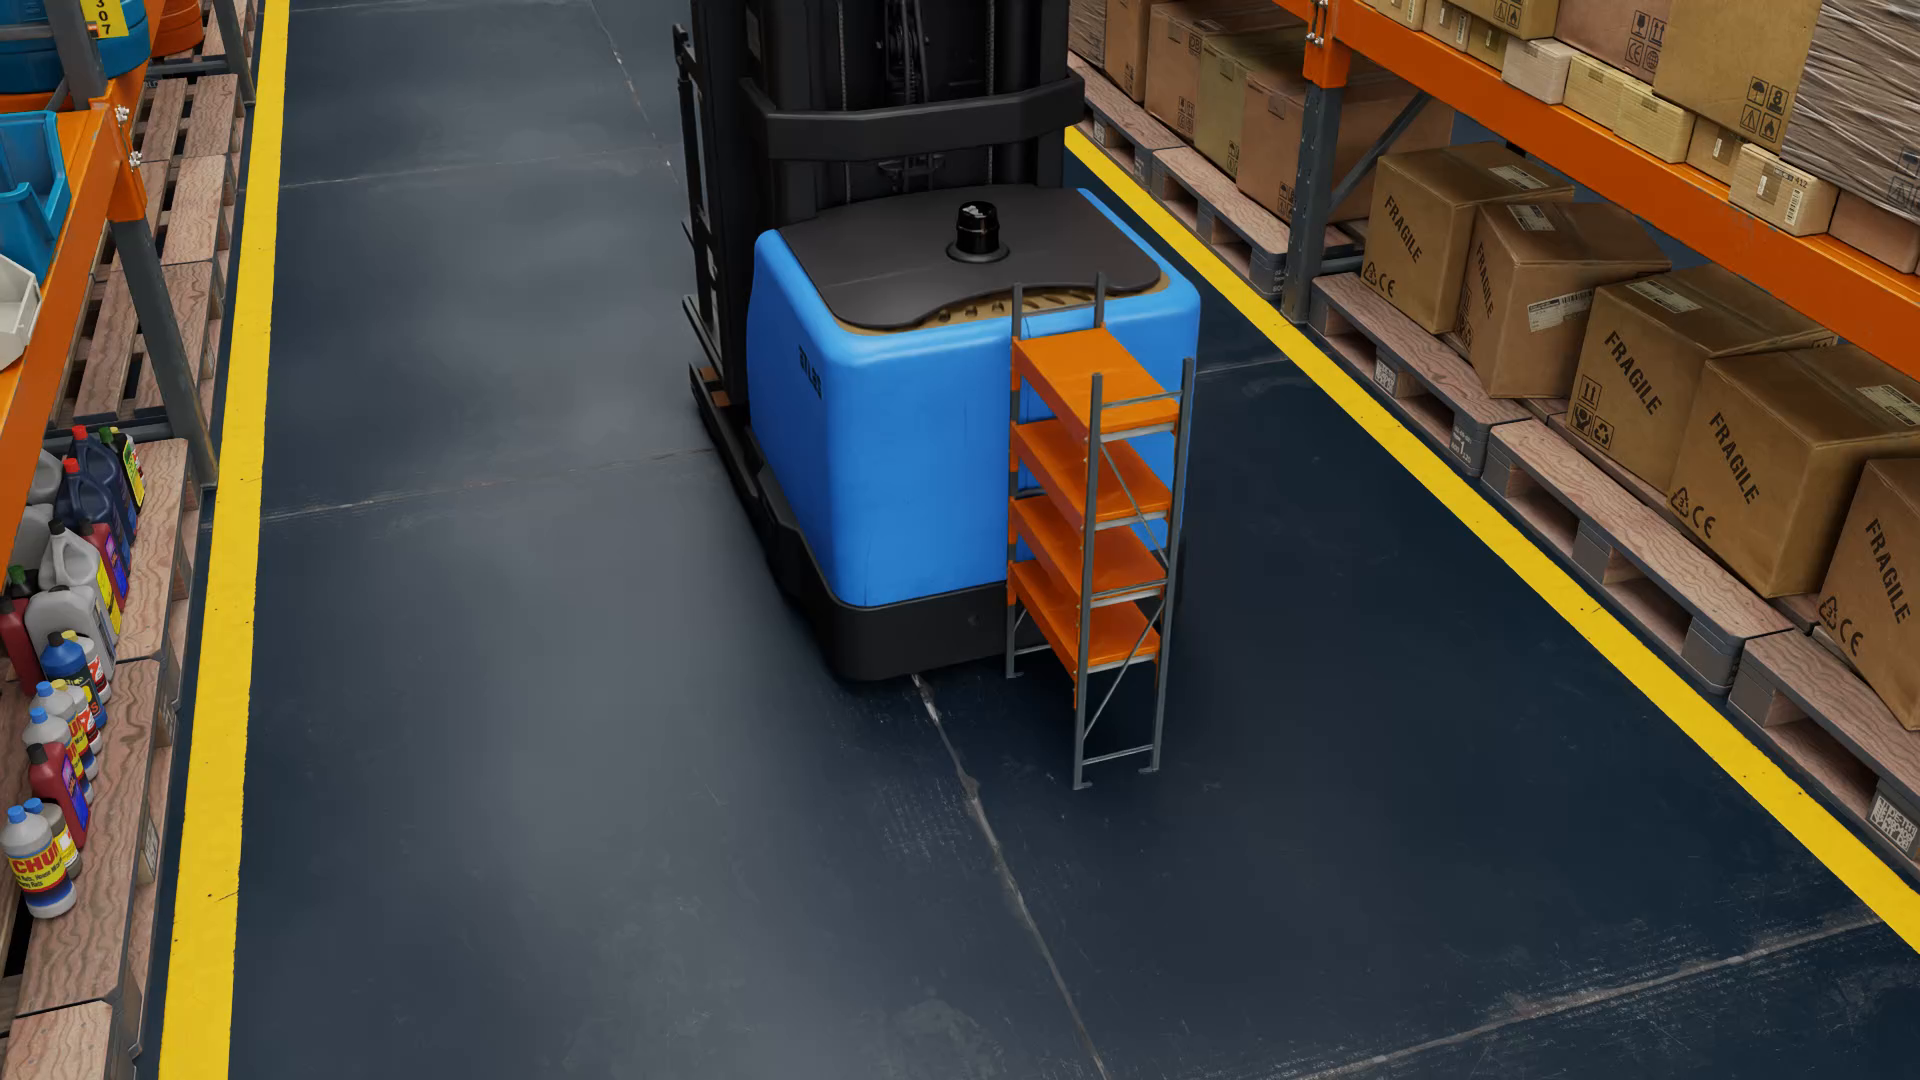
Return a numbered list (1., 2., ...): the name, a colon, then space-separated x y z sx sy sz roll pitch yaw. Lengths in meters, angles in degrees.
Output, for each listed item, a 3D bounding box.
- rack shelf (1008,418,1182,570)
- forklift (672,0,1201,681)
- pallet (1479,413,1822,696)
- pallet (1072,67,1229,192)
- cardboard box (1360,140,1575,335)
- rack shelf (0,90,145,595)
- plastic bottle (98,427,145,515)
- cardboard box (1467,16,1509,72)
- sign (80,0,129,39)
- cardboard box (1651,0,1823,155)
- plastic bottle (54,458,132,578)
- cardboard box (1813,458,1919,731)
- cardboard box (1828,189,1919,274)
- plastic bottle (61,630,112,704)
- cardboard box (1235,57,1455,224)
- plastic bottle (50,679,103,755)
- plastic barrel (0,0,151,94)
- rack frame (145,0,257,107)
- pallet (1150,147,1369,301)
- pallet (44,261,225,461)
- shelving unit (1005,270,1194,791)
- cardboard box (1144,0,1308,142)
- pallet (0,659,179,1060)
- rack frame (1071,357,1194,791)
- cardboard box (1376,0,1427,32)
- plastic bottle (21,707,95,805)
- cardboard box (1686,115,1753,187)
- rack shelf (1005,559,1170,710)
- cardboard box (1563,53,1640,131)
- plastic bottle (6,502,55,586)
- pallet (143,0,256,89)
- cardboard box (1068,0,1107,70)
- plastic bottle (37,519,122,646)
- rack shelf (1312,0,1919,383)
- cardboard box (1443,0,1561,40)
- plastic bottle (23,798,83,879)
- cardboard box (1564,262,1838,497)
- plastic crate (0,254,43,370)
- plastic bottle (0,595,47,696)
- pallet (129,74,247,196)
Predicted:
1. rack shelf: 0.322 -0.138 4.087 0.258 0.148 0.480 -11 35 -16
2. forklift: -0.322 -1.645 5.081 1.130 2.935 3.031 -11 35 -16
3. pallet: 2.379 -0.050 5.134 1.003 0.211 1.213 -10 35 -15
4. pallet: 1.150 -2.089 8.219 1.003 0.211 1.213 -10 35 -15
5. cardboard box: 1.848 -1.117 6.107 0.500 0.500 0.500 -11 35 -16
6. rack shelf: -2.342 -0.019 3.210 1.077 0.370 4.000 -10 35 -15
7. plastic bottle: -2.492 -0.222 4.930 0.061 0.283 0.133 -8 34 -12
8. cardboard box: 1.795 -1.544 5.093 0.380 0.149 0.250 -10 35 -15
9. sign: -2.425 -1.571 4.656 0.100 0.325 0.005 -10 35 -15
10. cardboard box: 2.323 -1.337 4.193 0.875 0.500 0.500 -10 35 -15
11. plastic bottle: -2.423 -0.057 4.619 0.144 0.351 0.185 -12 35 -17
12. cardboard box: 2.595 0.127 4.223 0.500 0.500 0.500 -1 33 -2
13. cardboard box: 2.304 -0.765 3.915 0.380 0.149 0.250 -10 35 -15
14. plastic bottle: -2.217 0.318 4.186 0.097 0.201 0.097 0 33 0
15. cardboard box: 1.598 -1.668 6.922 0.700 0.500 0.500 -13 36 -18
16. plastic bottle: -2.154 0.426 4.023 0.097 0.201 0.097 0 33 0
17. plastic barrel: -2.782 -1.832 4.847 0.600 0.901 0.708 -10 35 -15
18. rack frame: -4.173 -3.469 7.779 1.000 3.000 0.127 -10 35 -15
19. pallet: 1.526 -1.447 7.248 1.003 0.211 1.213 -10 35 -15
20. pallet: -3.229 -0.611 5.984 1.003 0.211 1.213 -10 35 -15
21. shelving unit: 0.322 -0.008 4.173 0.258 1.200 0.503 -11 35 -16
22. cardboard box: 1.299 -2.216 7.751 0.700 0.500 0.500 -13 36 -19
23. pallet: -2.411 0.796 3.854 1.003 0.211 1.213 -10 35 -15
24. rack frame: 0.403 0.119 3.981 0.240 1.200 0.015 -11 35 -16
25. cardboard box: 1.607 -1.800 5.481 0.380 0.149 0.250 -10 35 -15
26. plastic bottle: -2.093 0.502 3.846 0.097 0.271 0.097 0 33 0
27. cardboard box: 2.133 -1.025 4.308 0.380 0.149 0.250 -10 35 -15
28. rack shelf: 0.322 0.214 4.320 0.258 0.148 0.480 -11 35 -16
29. cardboard box: 1.948 -1.281 4.696 0.380 0.149 0.250 -10 35 -15
30. plastic bottle: -2.556 0.012 4.582 0.152 0.276 0.135 -10 35 -15
31. pallet: -4.453 -2.713 9.163 1.003 0.211 1.213 -10 35 -15
32. cardboard box: 0.949 -2.805 8.642 0.700 0.500 0.500 -13 36 -19
33. plastic bottle: -2.324 0.113 4.362 0.144 0.351 0.185 -10 35 -15
34. rack shelf: 2.375 -0.852 4.470 1.077 0.370 4.000 -10 35 -15
35. cardboard box: 1.962 -1.852 4.972 0.875 0.500 0.500 -10 35 -15
36. plastic bottle: -2.020 0.657 3.675 0.097 0.201 0.097 0 33 0
37. cardboard box: 2.295 -0.505 5.180 0.500 0.500 0.500 -13 36 -19
38. plastic crate: -2.216 -0.449 3.448 0.530 0.136 0.437 -10 35 -15
39. plastic bottle: -2.380 0.245 4.223 0.061 0.283 0.133 -10 35 -15
40. pallet: -3.973 -1.892 7.922 1.003 0.211 1.213 -10 35 -15
